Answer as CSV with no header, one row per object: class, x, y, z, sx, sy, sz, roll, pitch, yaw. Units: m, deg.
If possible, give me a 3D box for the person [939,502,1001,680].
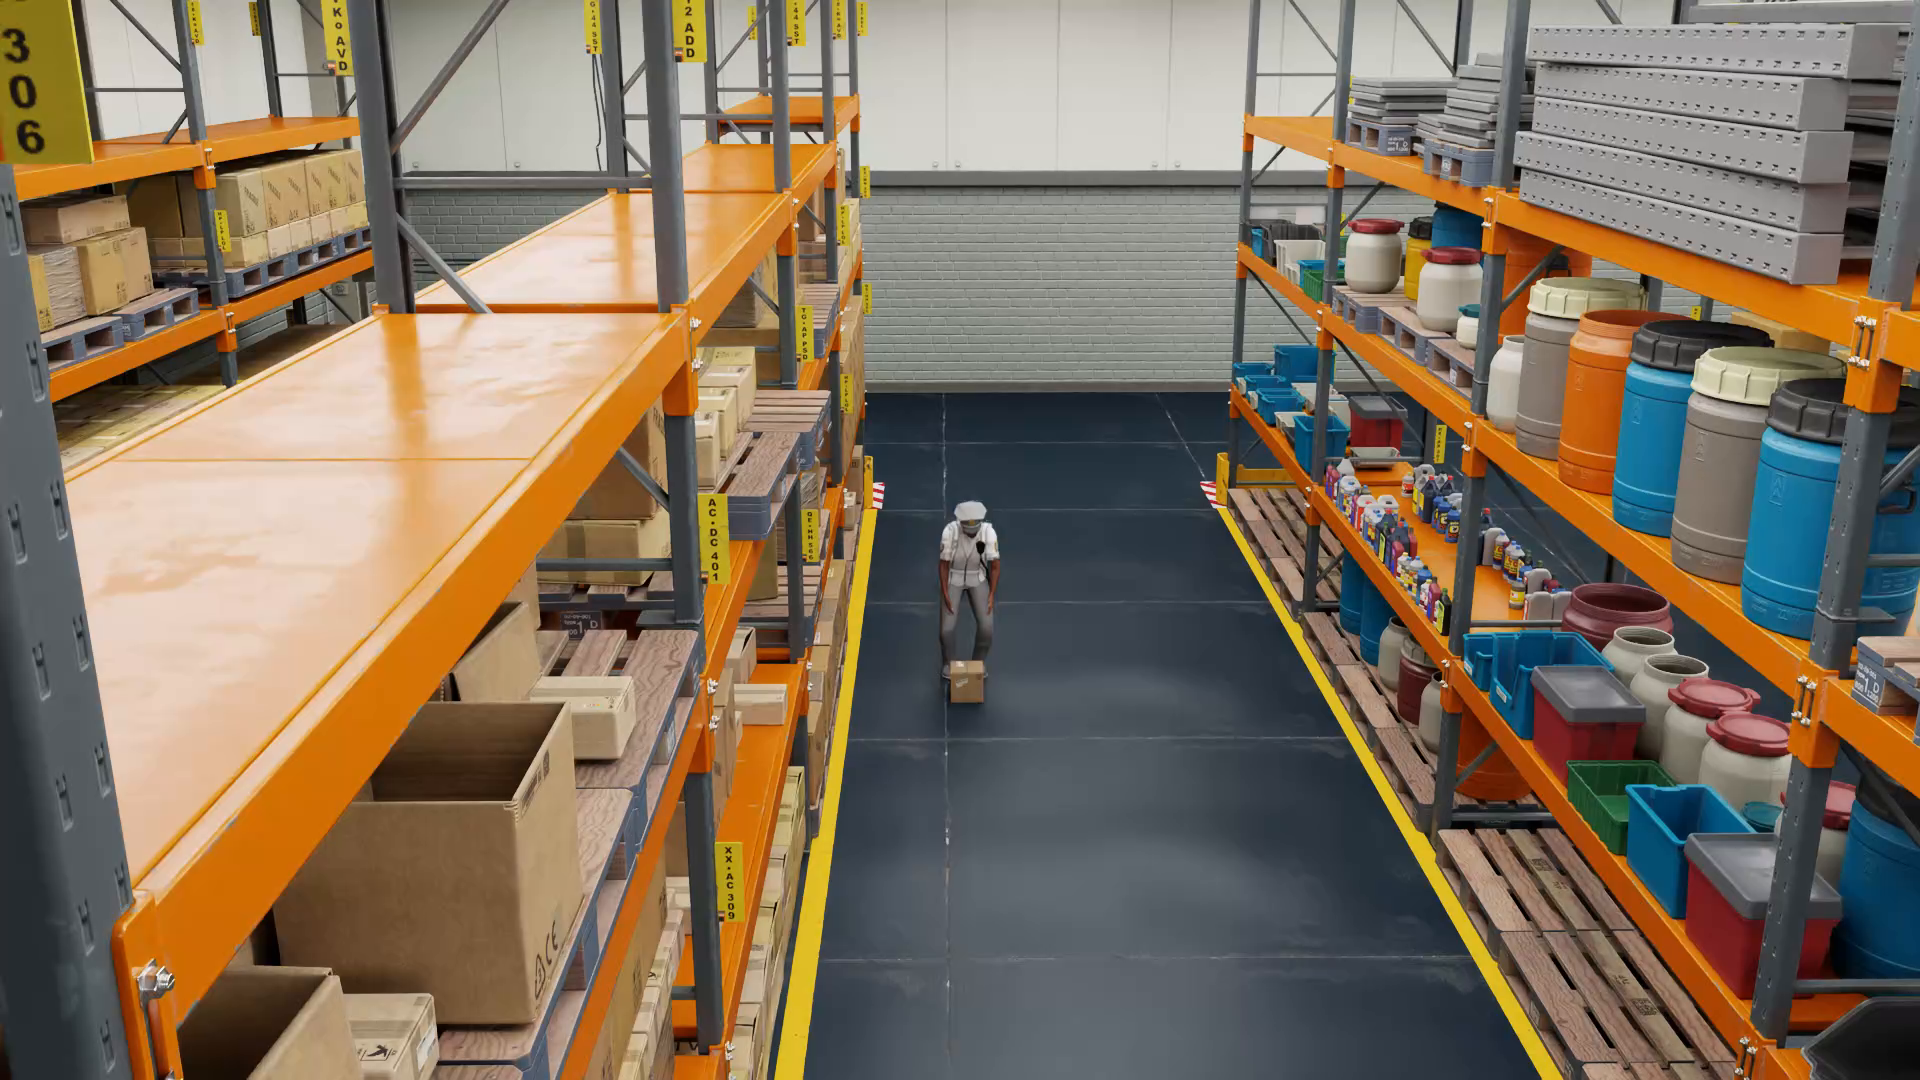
person,0.076,0.386,13.147,0.490,1.487,0.628,0,17,0
